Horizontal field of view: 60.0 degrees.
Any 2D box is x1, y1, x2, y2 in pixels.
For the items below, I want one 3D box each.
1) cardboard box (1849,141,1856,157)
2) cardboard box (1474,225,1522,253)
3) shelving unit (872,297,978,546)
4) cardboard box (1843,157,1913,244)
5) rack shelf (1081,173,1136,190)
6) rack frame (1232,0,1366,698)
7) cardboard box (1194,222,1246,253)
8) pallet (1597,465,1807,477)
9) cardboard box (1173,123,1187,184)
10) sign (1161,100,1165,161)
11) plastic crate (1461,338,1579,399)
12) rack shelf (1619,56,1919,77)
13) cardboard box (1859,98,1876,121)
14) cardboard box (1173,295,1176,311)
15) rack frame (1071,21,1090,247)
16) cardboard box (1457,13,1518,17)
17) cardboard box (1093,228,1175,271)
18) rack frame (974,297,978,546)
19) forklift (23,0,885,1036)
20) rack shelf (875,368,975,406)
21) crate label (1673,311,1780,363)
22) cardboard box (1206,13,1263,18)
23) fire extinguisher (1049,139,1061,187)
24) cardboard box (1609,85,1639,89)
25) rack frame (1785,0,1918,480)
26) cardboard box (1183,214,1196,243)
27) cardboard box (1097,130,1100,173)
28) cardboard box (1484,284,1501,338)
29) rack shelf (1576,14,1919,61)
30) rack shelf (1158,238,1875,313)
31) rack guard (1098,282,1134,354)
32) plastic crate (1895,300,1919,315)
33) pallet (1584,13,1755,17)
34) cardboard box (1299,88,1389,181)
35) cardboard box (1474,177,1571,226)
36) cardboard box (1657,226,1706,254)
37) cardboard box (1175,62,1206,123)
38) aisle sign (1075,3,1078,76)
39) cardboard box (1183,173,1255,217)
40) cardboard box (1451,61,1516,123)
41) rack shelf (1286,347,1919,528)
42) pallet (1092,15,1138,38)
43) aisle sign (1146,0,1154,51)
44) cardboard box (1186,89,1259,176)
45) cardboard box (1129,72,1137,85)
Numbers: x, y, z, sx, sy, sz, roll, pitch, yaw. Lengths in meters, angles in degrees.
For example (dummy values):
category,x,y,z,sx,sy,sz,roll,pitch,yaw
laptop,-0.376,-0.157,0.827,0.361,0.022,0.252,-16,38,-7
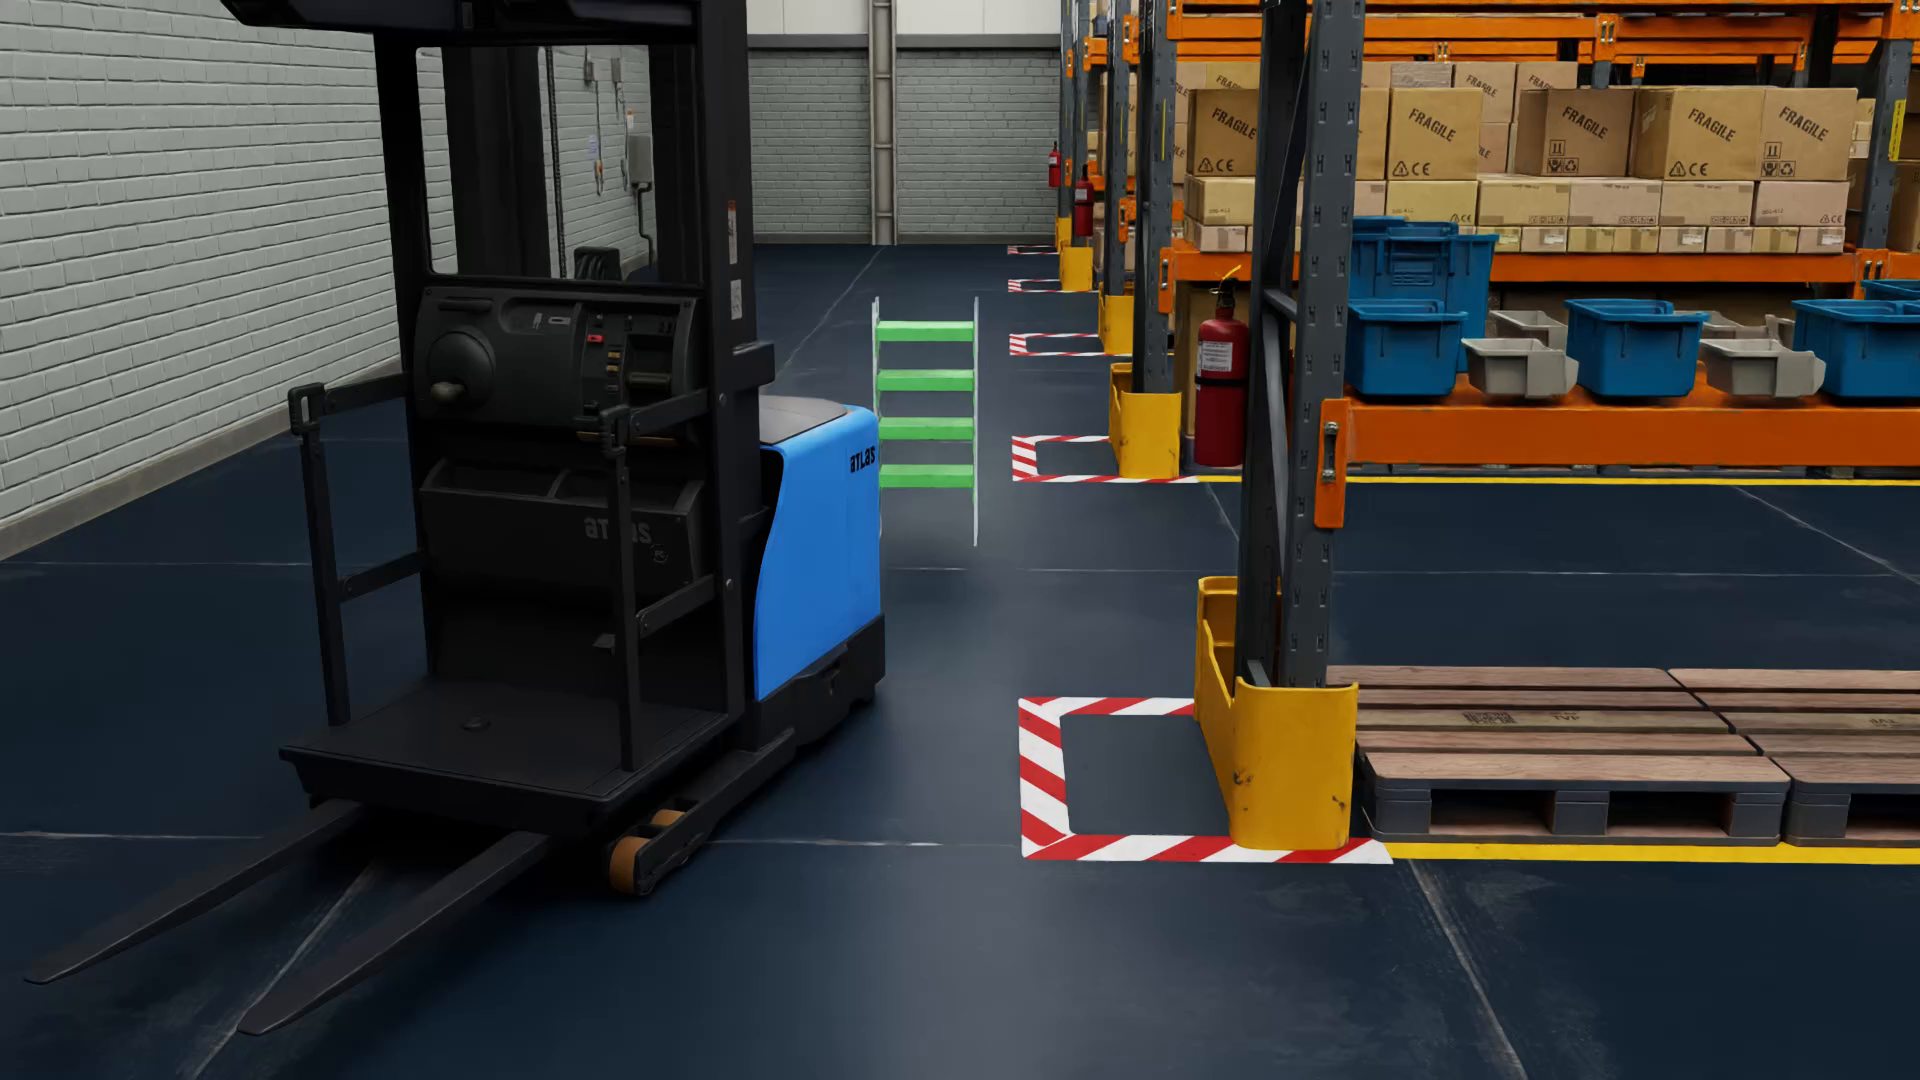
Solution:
category,x,y,z,sx,sy,sz,roll,pitch,yaw
cardboard box,7.318,-3.288,14.010,0.250,0.149,0.380,0,15,0
cardboard box,3.030,-1.737,9.535,0.250,0.149,0.380,0,15,0
shelving unit,-0.165,-0.581,8.191,0.503,1.200,0.258,0,15,1
cardboard box,5.619,-2.043,10.008,0.500,0.500,0.500,0,15,2
rack shelf,3.398,-4.121,19.489,4.000,0.370,1.077,0,15,1
rack frame,1.019,-0.691,5.080,0.127,3.000,1.000,0,15,1
cardboard box,1.492,-1.746,9.572,0.250,0.149,0.380,1,15,2
pallet,4.386,-0.605,10.219,1.213,0.211,1.003,0,15,1
cardboard box,1.815,-3.337,14.330,0.500,0.500,0.500,1,15,4
sign,1.126,-2.270,9.210,0.005,0.325,0.100,0,15,1
plastic crate,1.576,-0.484,4.693,0.298,0.136,0.250,0,15,1
rack shelf,11.519,-6.785,23.706,4.000,0.370,1.077,0,15,1
cardboard box,10.362,-4.761,18.904,0.500,0.500,0.500,1,15,4
cardboard box,1.891,-2.118,14.670,0.250,0.149,0.380,1,15,4
rack frame,1.399,-4.482,19.446,0.127,3.000,1.000,0,15,1
cardboard box,4.376,-4.511,13.971,0.500,0.250,0.500,0,15,1
cardboard box,2.061,-3.467,19.800,0.875,0.438,0.875,0,15,0
rack frame,0.078,-0.580,8.185,0.015,1.200,0.240,0,15,1
forklift,-1.267,-0.549,4.676,1.130,2.935,3.031,5,16,20
rack shelf,-0.165,-0.752,8.146,0.480,0.148,0.258,0,15,1
crate label,2.408,-0.632,5.256,0.243,0.136,0.396,0,15,1
cardboard box,2.342,-4.524,14.020,0.500,0.250,0.500,1,15,3
fire extinguisher,1.363,-5.413,23.859,0.183,0.674,0.296,0,15,1
cardboard box,7.358,-4.909,18.911,0.500,0.500,0.500,0,15,1
rack frame,5.145,-1.928,9.768,0.127,3.000,1.000,0,15,1
cardboard box,1.510,-1.914,10.209,0.250,0.149,0.380,1,15,2
cardboard box,1.888,-4.594,19.677,0.500,0.500,0.500,0,15,2
cardboard box,2.697,-1.140,10.124,0.875,0.875,0.875,0,15,1
rack shelf,7.372,-4.282,14.220,4.000,0.370,1.077,0,15,1
rack shelf,3.145,-1.593,9.910,4.000,0.370,1.077,0,15,1
rack guard,1.450,-2.009,14.976,0.348,0.500,1.175,0,15,1
plastic crate,2.874,-0.543,4.729,0.300,0.233,0.416,0,15,1
pallet,5.987,-4.521,14.083,1.003,0.211,1.213,0,15,1
cardboard box,2.119,-2.313,9.468,0.500,0.500,0.500,0,15,0
cardboard box,3.163,-1.946,9.545,0.500,0.250,0.500,0,15,0
cardboard box,4.060,-1.730,9.510,0.250,0.149,0.380,1,15,2
cardboard box,1.816,-3.824,14.213,0.500,0.500,0.500,0,15,1
aisle sign,1.320,-5.665,18.836,0.004,0.787,0.394,0,15,1
cardboard box,1.637,-2.090,10.093,0.500,0.250,0.500,0,15,1
cardboard box,4.379,-3.804,14.140,0.500,0.500,0.500,0,15,0
rack shelf,3.019,-0.330,5.122,4.000,0.370,1.077,0,15,1
pallet,2.141,-5.887,19.067,1.213,0.211,1.003,0,15,1
aisle sign,1.066,-3.135,9.247,0.004,0.787,0.394,0,15,1
cardboard box,1.640,-2.452,9.995,0.500,0.500,0.500,1,15,2
cardboard box,2.011,-5.270,19.009,0.250,0.149,0.380,1,15,3
